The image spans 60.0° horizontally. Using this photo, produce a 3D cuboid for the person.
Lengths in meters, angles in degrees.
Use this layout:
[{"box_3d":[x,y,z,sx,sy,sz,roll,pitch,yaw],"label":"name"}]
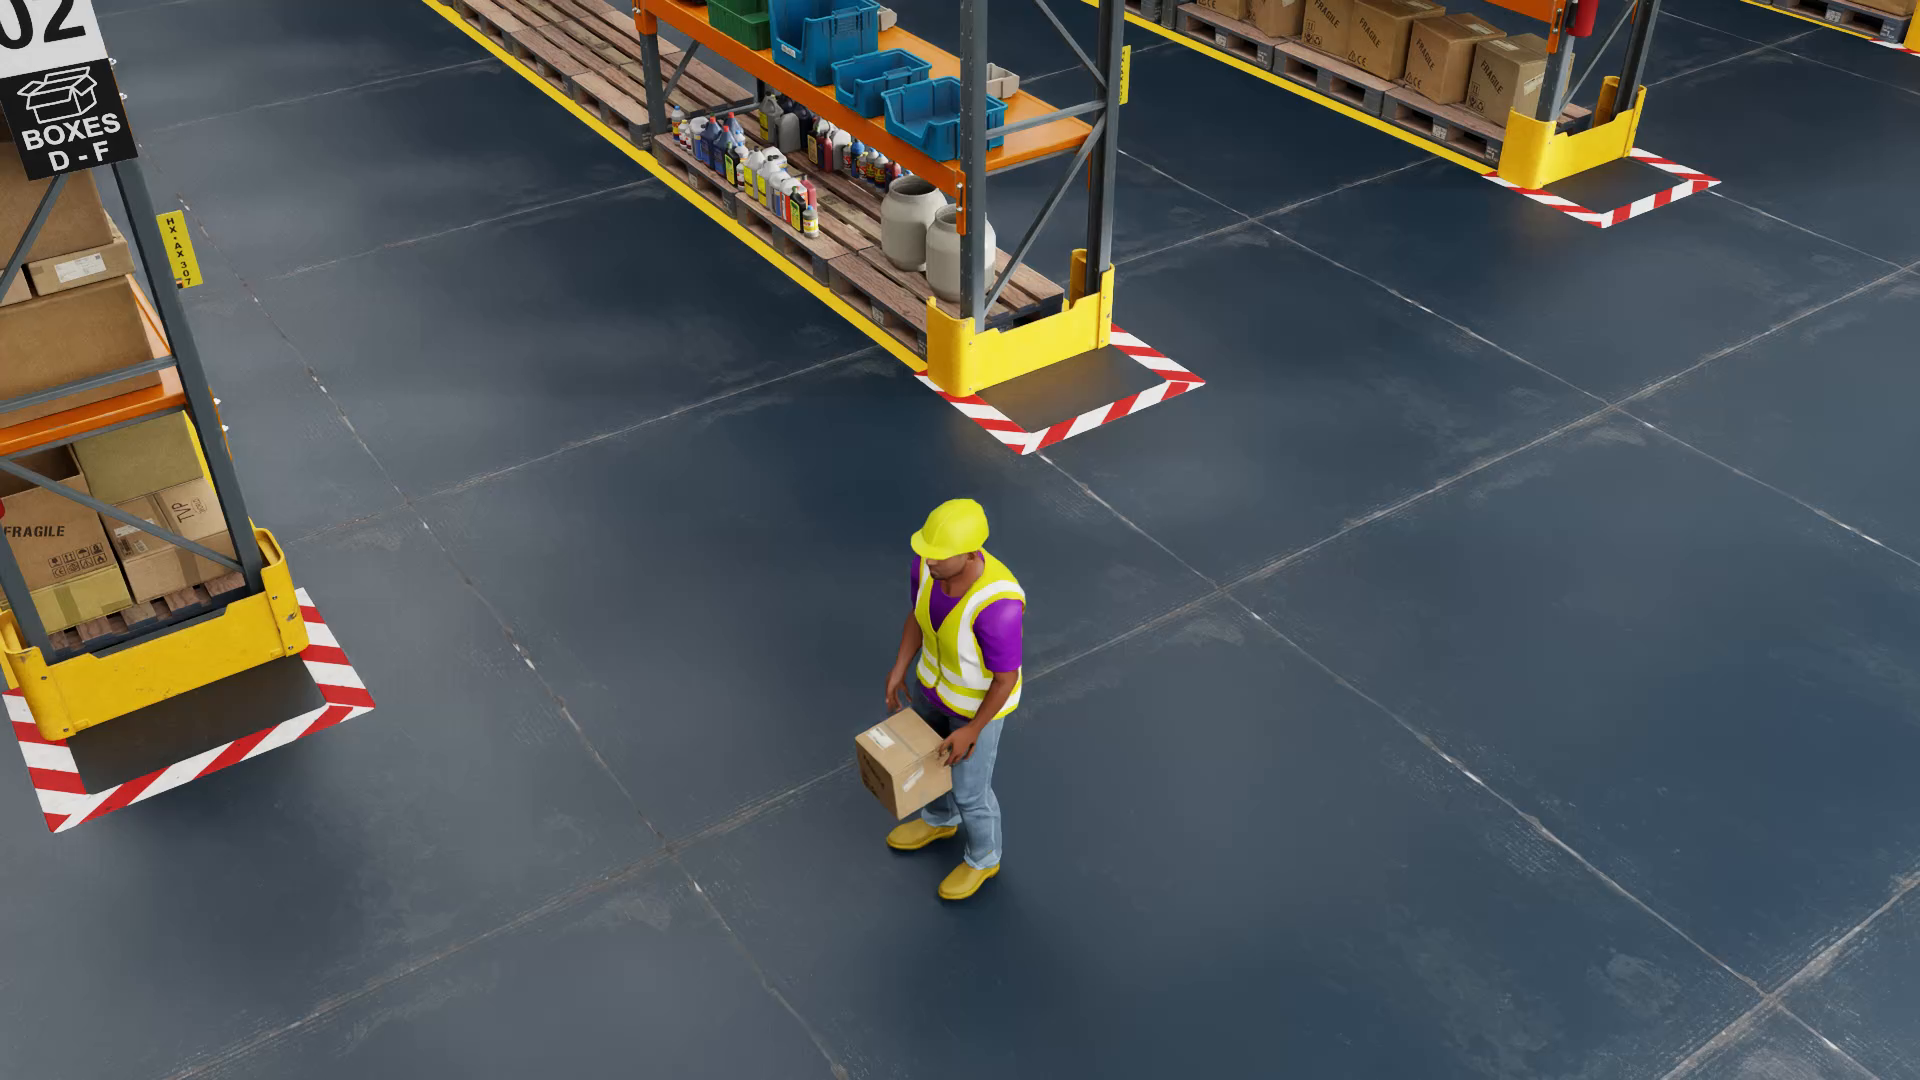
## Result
[{"box_3d":[-0.006,0.577,6.192,0.434,1.767,0.580,-23,42,-29],"label":"person"}]
